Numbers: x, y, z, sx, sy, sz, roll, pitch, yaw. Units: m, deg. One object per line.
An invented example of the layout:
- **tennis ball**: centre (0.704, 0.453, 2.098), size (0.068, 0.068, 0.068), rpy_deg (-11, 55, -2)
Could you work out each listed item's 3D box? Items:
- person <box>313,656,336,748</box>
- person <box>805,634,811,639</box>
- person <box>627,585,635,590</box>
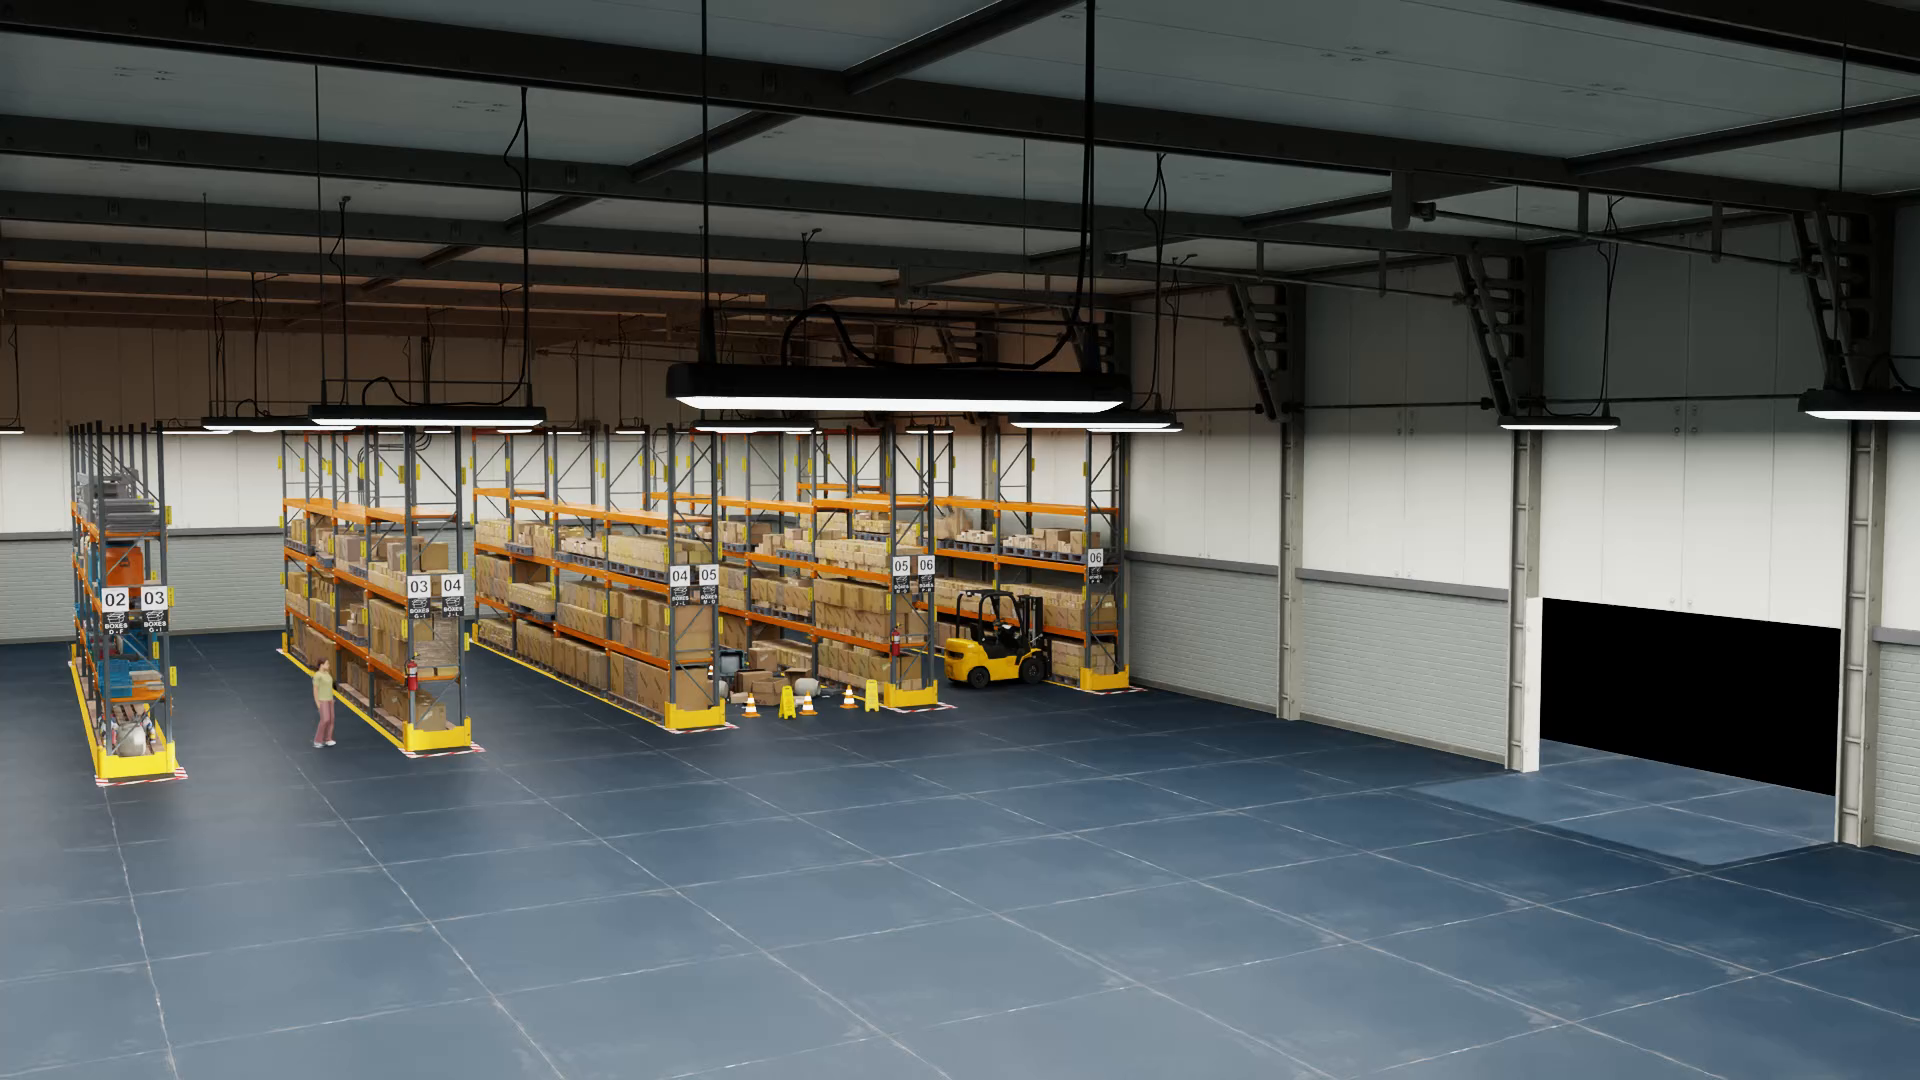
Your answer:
- **person**: centre (-11.801, 3.017, 30.889), size (0.376, 1.725, 0.503), rpy_deg (1, 4, 12)
- **person**: centre (-4.238, 1.923, 47.063), size (0.433, 1.774, 0.585), rpy_deg (-3, 5, -43)
- **person**: centre (-9.122, 1.998, 46.251), size (0.606, 1.748, 0.381), rpy_deg (2, 4, 32)
